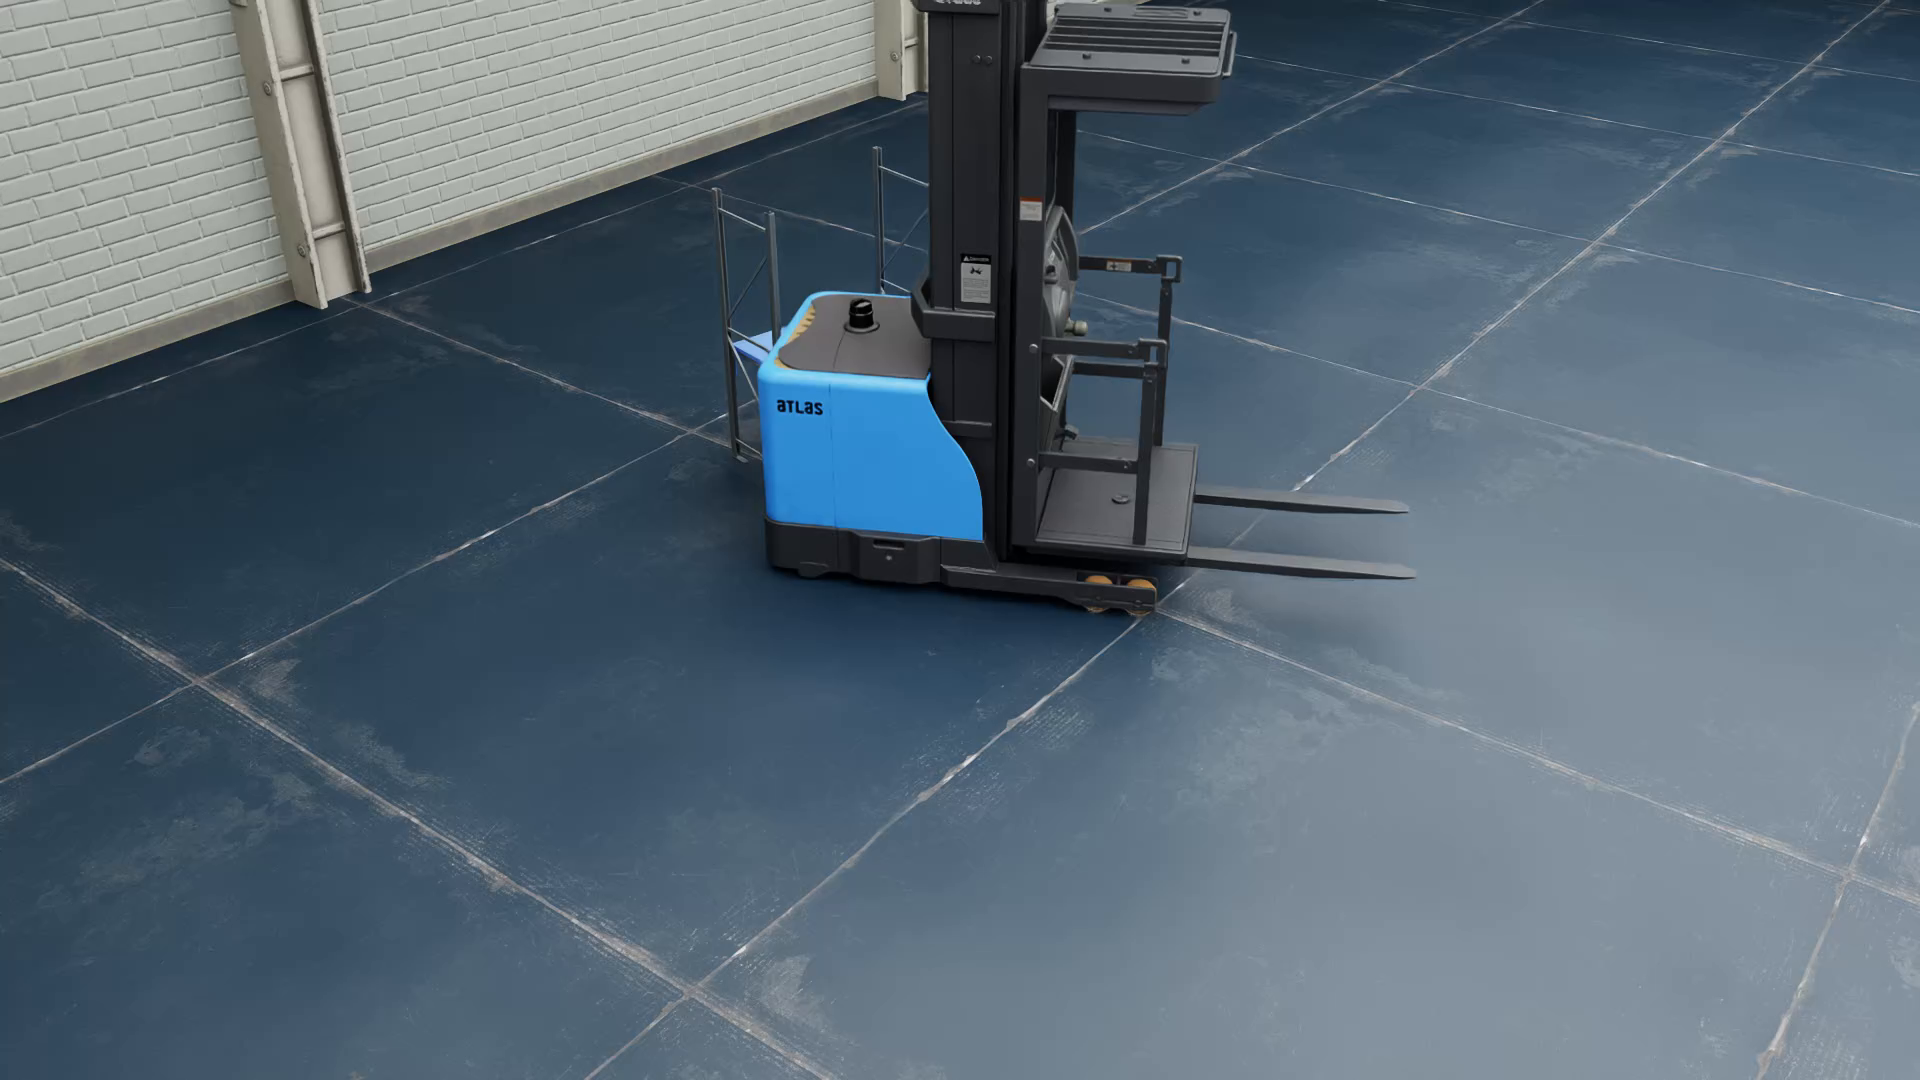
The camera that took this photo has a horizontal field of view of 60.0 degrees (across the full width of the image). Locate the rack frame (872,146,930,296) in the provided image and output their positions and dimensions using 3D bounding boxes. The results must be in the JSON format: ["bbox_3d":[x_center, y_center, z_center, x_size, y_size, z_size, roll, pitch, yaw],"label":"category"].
[{"bbox_3d":[-0.291,-1.346,9.051,0.032,1.500,0.500,-24,38,-34],"label":"rack frame"}]

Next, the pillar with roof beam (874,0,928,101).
[{"bbox_3d":[2.911,-6.607,10.572,9.100,9.000,0.400,21,37,31],"label":"pillar with roof beam"}]

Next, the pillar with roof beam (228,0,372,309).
[{"bbox_3d":[-0.711,-4.168,6.457,9.100,9.000,0.400,21,37,31],"label":"pillar with roof beam"}]

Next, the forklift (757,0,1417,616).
[{"bbox_3d":[0.637,-1.205,7.409,3.031,2.935,1.130,5,31,9],"label":"forklift"}]

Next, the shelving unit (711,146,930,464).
[{"bbox_3d":[-0.676,-1.177,8.764,1.048,1.500,0.538,-24,38,-34],"label":"shelving unit"}]

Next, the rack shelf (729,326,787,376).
[{"bbox_3d":[-0.676,-1.022,8.856,1.000,0.185,0.538,-24,38,-34],"label":"rack shelf"}]

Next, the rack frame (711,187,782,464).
[{"bbox_3d":[-1.060,-1.007,8.478,0.032,1.500,0.500,-24,38,-34],"label":"rack frame"}]
